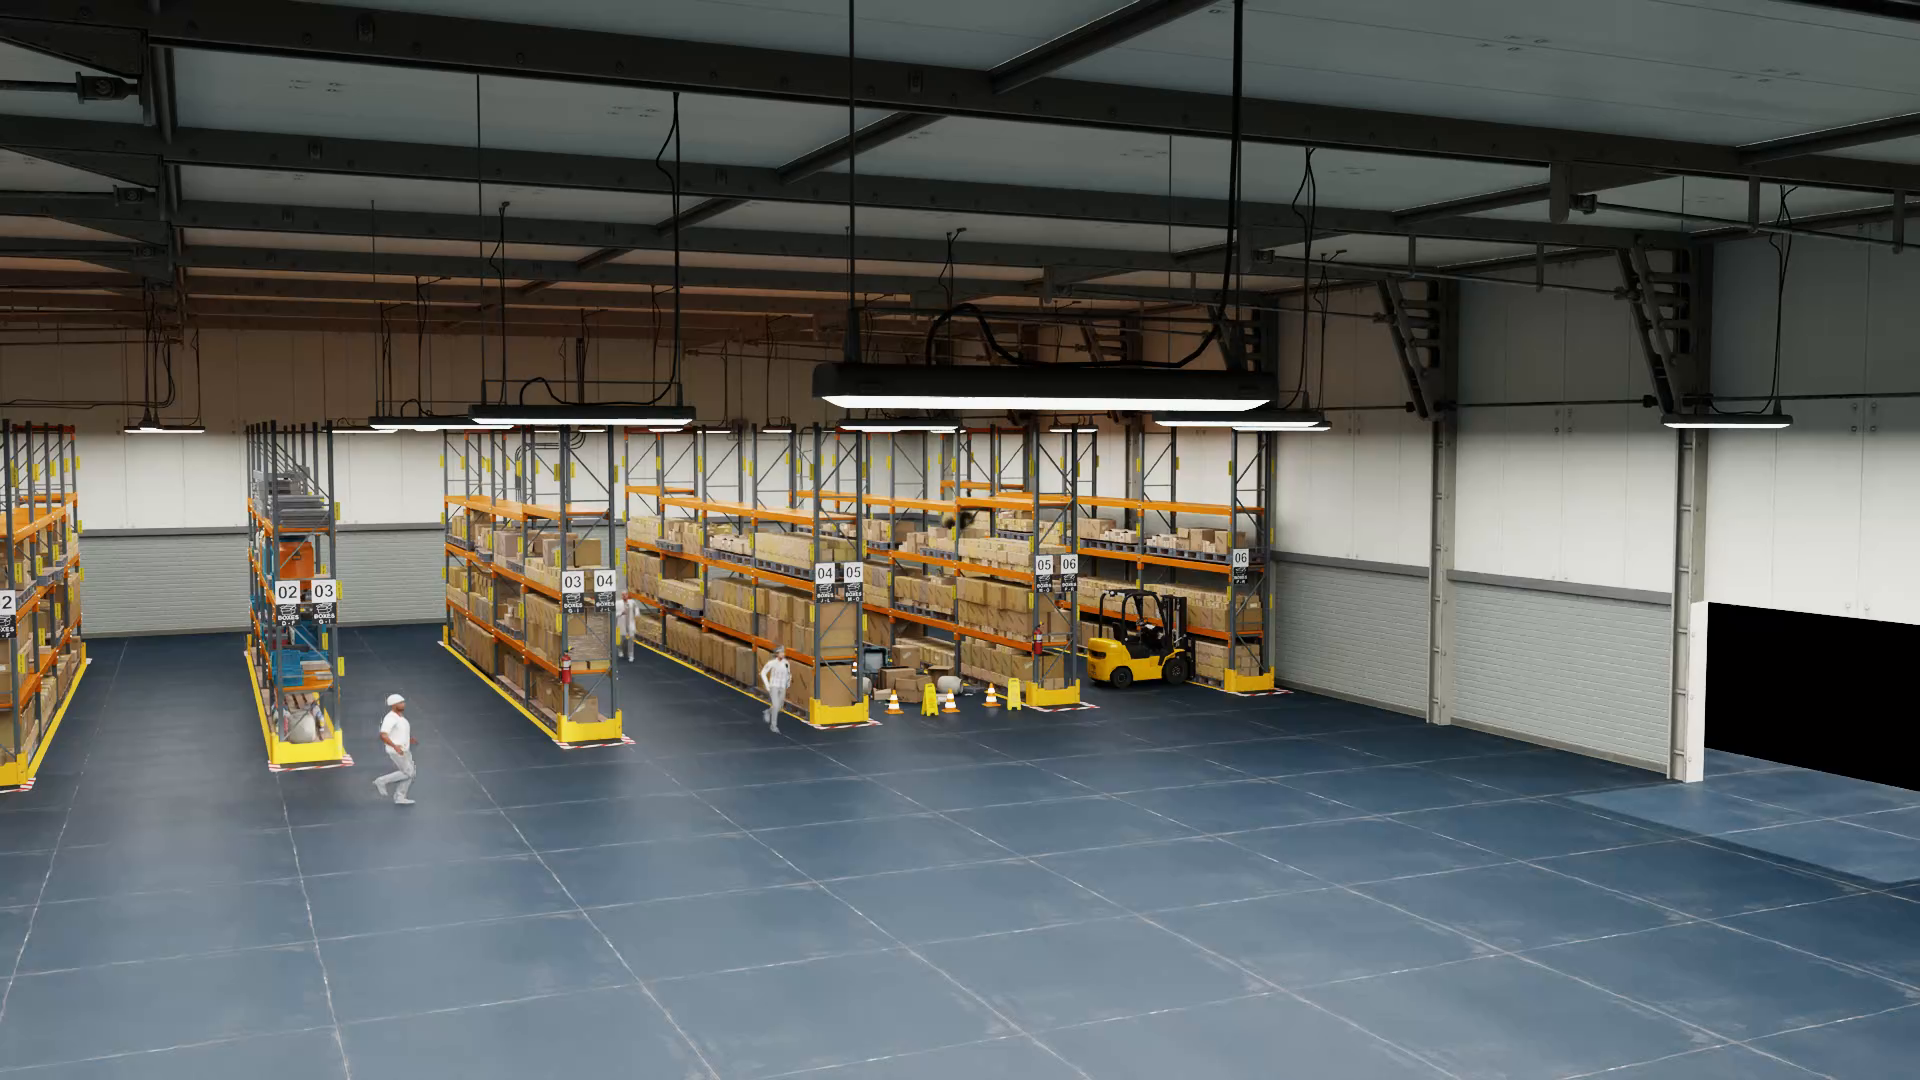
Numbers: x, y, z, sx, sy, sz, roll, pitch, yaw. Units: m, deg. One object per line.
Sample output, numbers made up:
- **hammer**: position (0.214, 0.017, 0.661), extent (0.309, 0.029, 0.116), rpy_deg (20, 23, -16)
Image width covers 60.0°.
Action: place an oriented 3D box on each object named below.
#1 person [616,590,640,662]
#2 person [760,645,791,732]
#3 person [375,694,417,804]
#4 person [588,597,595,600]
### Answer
- **person**: position (-8.534, 2.189, 42.543), extent (0.729, 1.811, 0.974), rpy_deg (-1, 4, -20)
- **person**: position (-3.569, 2.888, 32.498), extent (0.654, 1.660, 0.650), rpy_deg (-3, 4, -36)
- **person**: position (-8.766, 3.252, 25.818), extent (0.589, 1.719, 0.702), rpy_deg (0, 4, -3)
- **person**: position (-10.334, 2.005, 46.240), extent (0.760, 1.659, 0.541), rpy_deg (-1, 4, -14)
